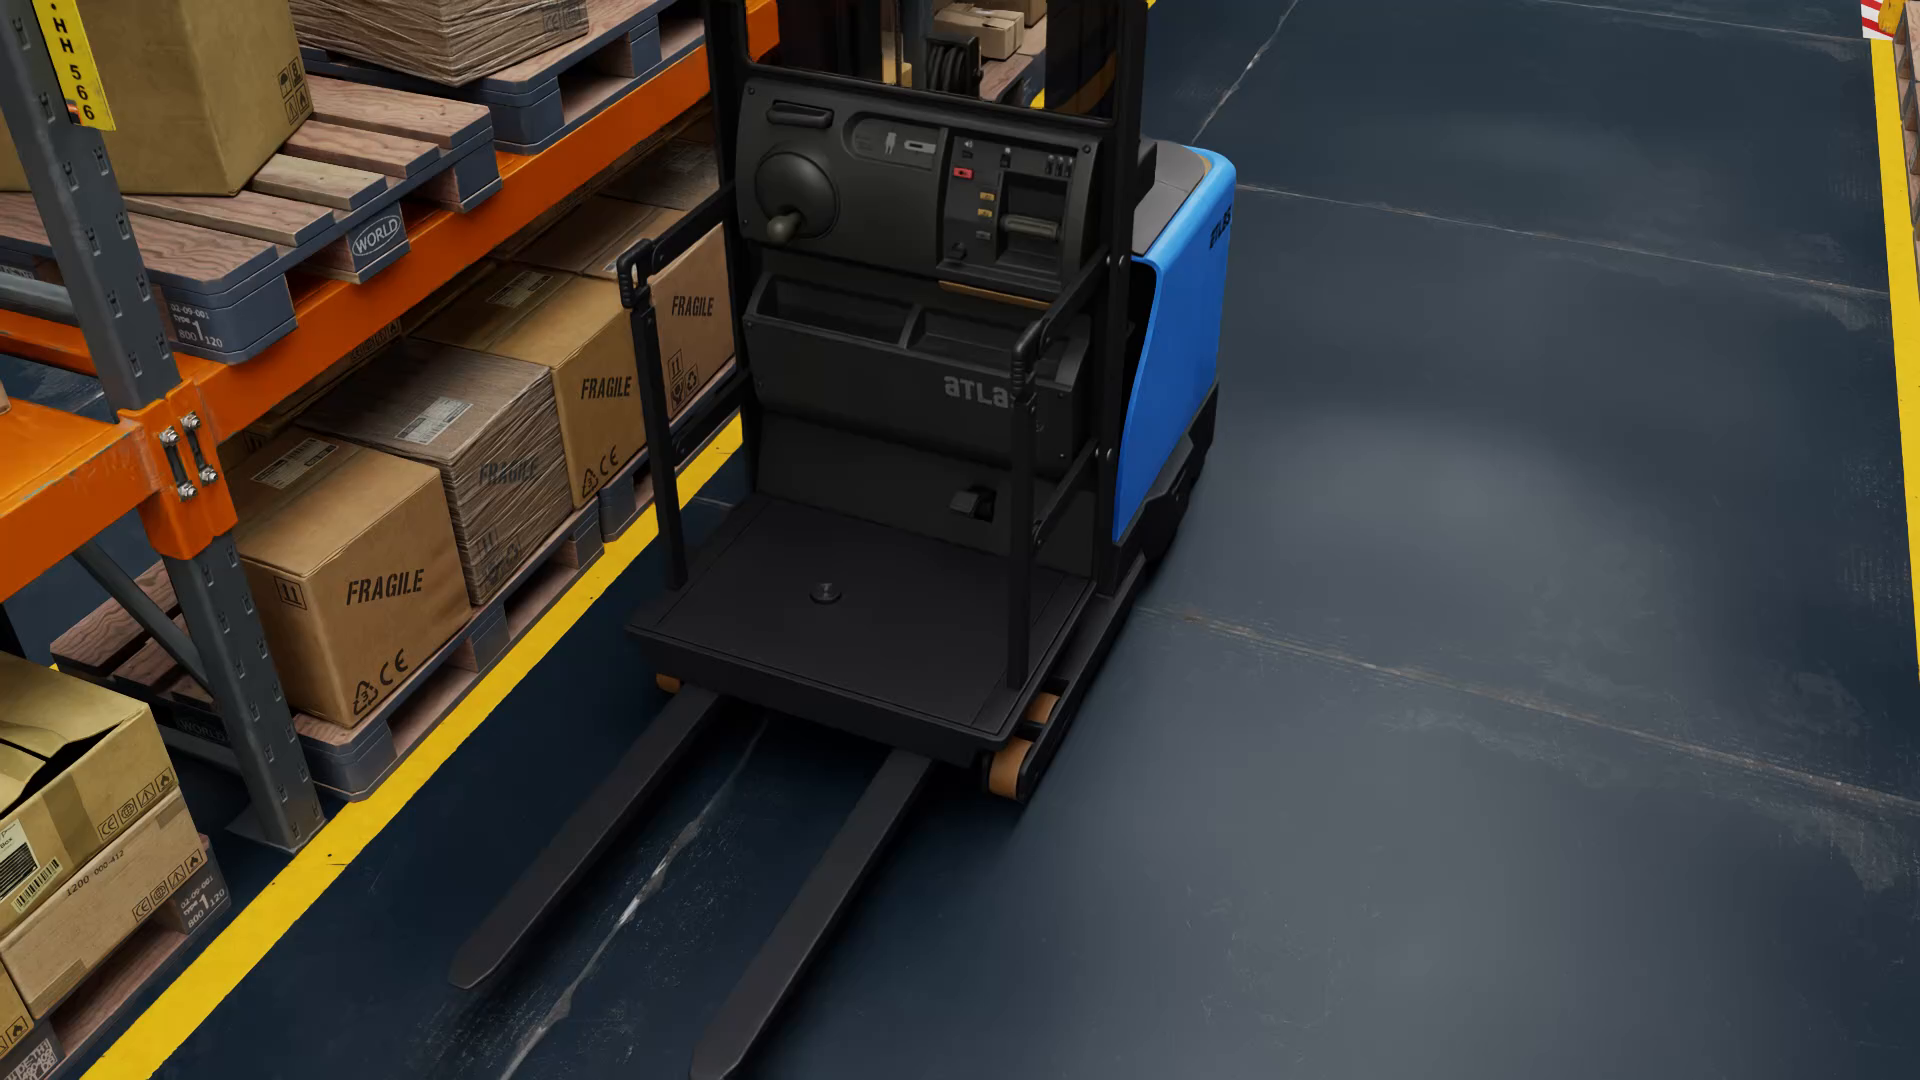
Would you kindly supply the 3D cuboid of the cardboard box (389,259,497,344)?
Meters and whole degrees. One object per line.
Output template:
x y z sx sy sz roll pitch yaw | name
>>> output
-1.775 -0.585 5.248 0.500 0.500 0.500 12 39 16 | cardboard box

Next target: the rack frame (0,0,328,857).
-2.111 -0.552 3.484 1.000 3.000 0.127 14 39 18 | rack frame

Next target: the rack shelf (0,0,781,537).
-1.350 -1.372 5.180 1.077 0.370 4.000 14 39 18 | rack shelf

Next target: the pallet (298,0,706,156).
-1.375 -1.553 4.983 1.003 0.211 1.213 14 39 18 | pallet

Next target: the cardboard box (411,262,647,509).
-1.284 -0.482 5.110 0.500 0.500 0.500 13 39 17 | cardboard box

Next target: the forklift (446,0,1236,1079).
-0.204 -0.791 3.860 1.130 2.935 3.031 15 39 19 | forklift

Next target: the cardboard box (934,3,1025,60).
0.091 -2.473 8.052 0.380 0.166 0.250 14 39 18 | cardboard box

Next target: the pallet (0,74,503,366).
-1.918 -0.867 4.064 1.213 0.211 1.003 14 39 18 | pallet

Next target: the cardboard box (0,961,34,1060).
-2.278 1.014 3.334 0.500 0.250 0.500 13 39 17 | cardboard box

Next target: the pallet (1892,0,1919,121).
5.163 -2.287 8.133 1.003 0.211 1.213 14 39 18 | pallet

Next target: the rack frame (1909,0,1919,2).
5.513 -3.851 7.897 1.000 3.000 0.127 14 39 18 | rack frame

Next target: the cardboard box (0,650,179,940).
-2.082 0.502 3.550 0.500 0.311 0.500 15 39 19 | cardboard box

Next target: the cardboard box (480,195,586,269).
-1.581 -0.877 5.638 0.500 0.500 0.500 12 39 16 | cardboard box

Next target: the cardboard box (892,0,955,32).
-0.349 -2.662 8.184 0.500 0.311 0.500 14 39 18 | cardboard box

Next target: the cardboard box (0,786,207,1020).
-2.085 0.728 3.717 0.500 0.250 0.500 15 39 19 | cardboard box

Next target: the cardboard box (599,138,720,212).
-0.898 -1.054 5.875 0.500 0.500 0.500 14 39 18 | cardboard box

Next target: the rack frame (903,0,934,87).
-0.589 -2.767 6.446 1.000 3.000 0.127 14 39 18 | rack frame

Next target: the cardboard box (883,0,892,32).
-0.634 -2.322 7.572 0.500 0.500 0.500 14 39 18 | cardboard box

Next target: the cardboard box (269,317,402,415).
-1.954 -0.631 4.683 0.500 0.250 0.500 15 39 19 | cardboard box

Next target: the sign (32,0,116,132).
-1.596 -0.891 2.970 0.100 0.325 0.005 14 39 18 | sign

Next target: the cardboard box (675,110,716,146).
-0.707 -1.332 6.247 0.500 0.500 0.500 14 39 18 | cardboard box

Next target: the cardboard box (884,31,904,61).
-0.229 -2.049 7.365 0.500 0.311 0.500 14 39 18 | cardboard box

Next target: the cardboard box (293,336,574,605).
-1.479 -0.205 4.740 0.500 0.500 0.500 12 39 16 | cardboard box

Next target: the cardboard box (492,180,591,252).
-1.569 -1.199 5.442 0.500 0.250 0.500 13 39 17 | cardboard box

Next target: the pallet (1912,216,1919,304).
4.235 -0.936 6.325 1.003 0.211 1.213 14 39 18 | pallet

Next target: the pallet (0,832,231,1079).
-2.460 1.011 3.720 1.003 0.211 1.213 14 39 18 | pallet

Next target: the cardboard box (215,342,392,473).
-1.972 -0.299 4.864 0.500 0.500 0.500 15 39 20 | cardboard box

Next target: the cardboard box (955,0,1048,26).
0.122 -2.985 8.455 0.797 0.503 0.637 14 39 18 | cardboard box

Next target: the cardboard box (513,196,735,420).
-1.090 -0.772 5.498 0.500 0.500 0.500 13 39 16 | cardboard box

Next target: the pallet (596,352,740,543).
-1.326 -0.513 5.760 1.003 0.211 1.213 14 39 18 | pallet

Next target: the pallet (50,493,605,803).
-1.791 0.160 4.860 1.003 0.211 1.213 14 39 18 | pallet

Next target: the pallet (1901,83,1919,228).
4.697 -1.613 7.232 1.003 0.211 1.213 14 39 18 | pallet

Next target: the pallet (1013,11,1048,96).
0.136 -2.708 8.697 1.003 0.211 1.213 14 39 18 | pallet

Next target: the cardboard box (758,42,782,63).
-0.998 -1.730 6.779 0.500 0.500 0.500 12 38 16 | cardboard box

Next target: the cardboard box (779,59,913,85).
-0.511 -1.603 6.610 0.500 0.500 0.500 14 39 17 | cardboard box

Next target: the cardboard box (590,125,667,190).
-1.378 -1.476 5.814 0.500 0.250 0.500 14 39 18 | cardboard box

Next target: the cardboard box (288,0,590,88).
-1.451 -1.598 4.448 0.700 0.500 0.500 21 42 26 | cardboard box

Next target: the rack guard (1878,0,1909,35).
5.510 -2.866 8.667 1.175 0.500 0.348 14 39 18 | rack guard

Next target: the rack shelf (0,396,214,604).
-2.872 0.843 2.217 1.077 0.370 4.000 14 39 18 | rack shelf

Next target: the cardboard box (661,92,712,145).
-1.191 -1.432 6.381 0.500 0.500 0.500 14 39 18 | cardboard box

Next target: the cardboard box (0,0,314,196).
-1.975 -1.135 3.829 0.700 0.500 0.500 2 37 2 | cardboard box

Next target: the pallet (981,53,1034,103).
-0.326 -2.030 7.790 1.003 0.211 1.213 14 39 18 | pallet

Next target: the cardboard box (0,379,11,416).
-2.289 -0.325 3.254 0.500 0.311 0.500 16 40 21 | cardboard box

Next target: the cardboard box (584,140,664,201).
-1.388 -1.157 6.013 0.500 0.500 0.500 14 39 18 | cardboard box

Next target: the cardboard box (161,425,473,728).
-1.673 0.086 4.350 0.500 0.500 0.500 15 39 20 | cardboard box
